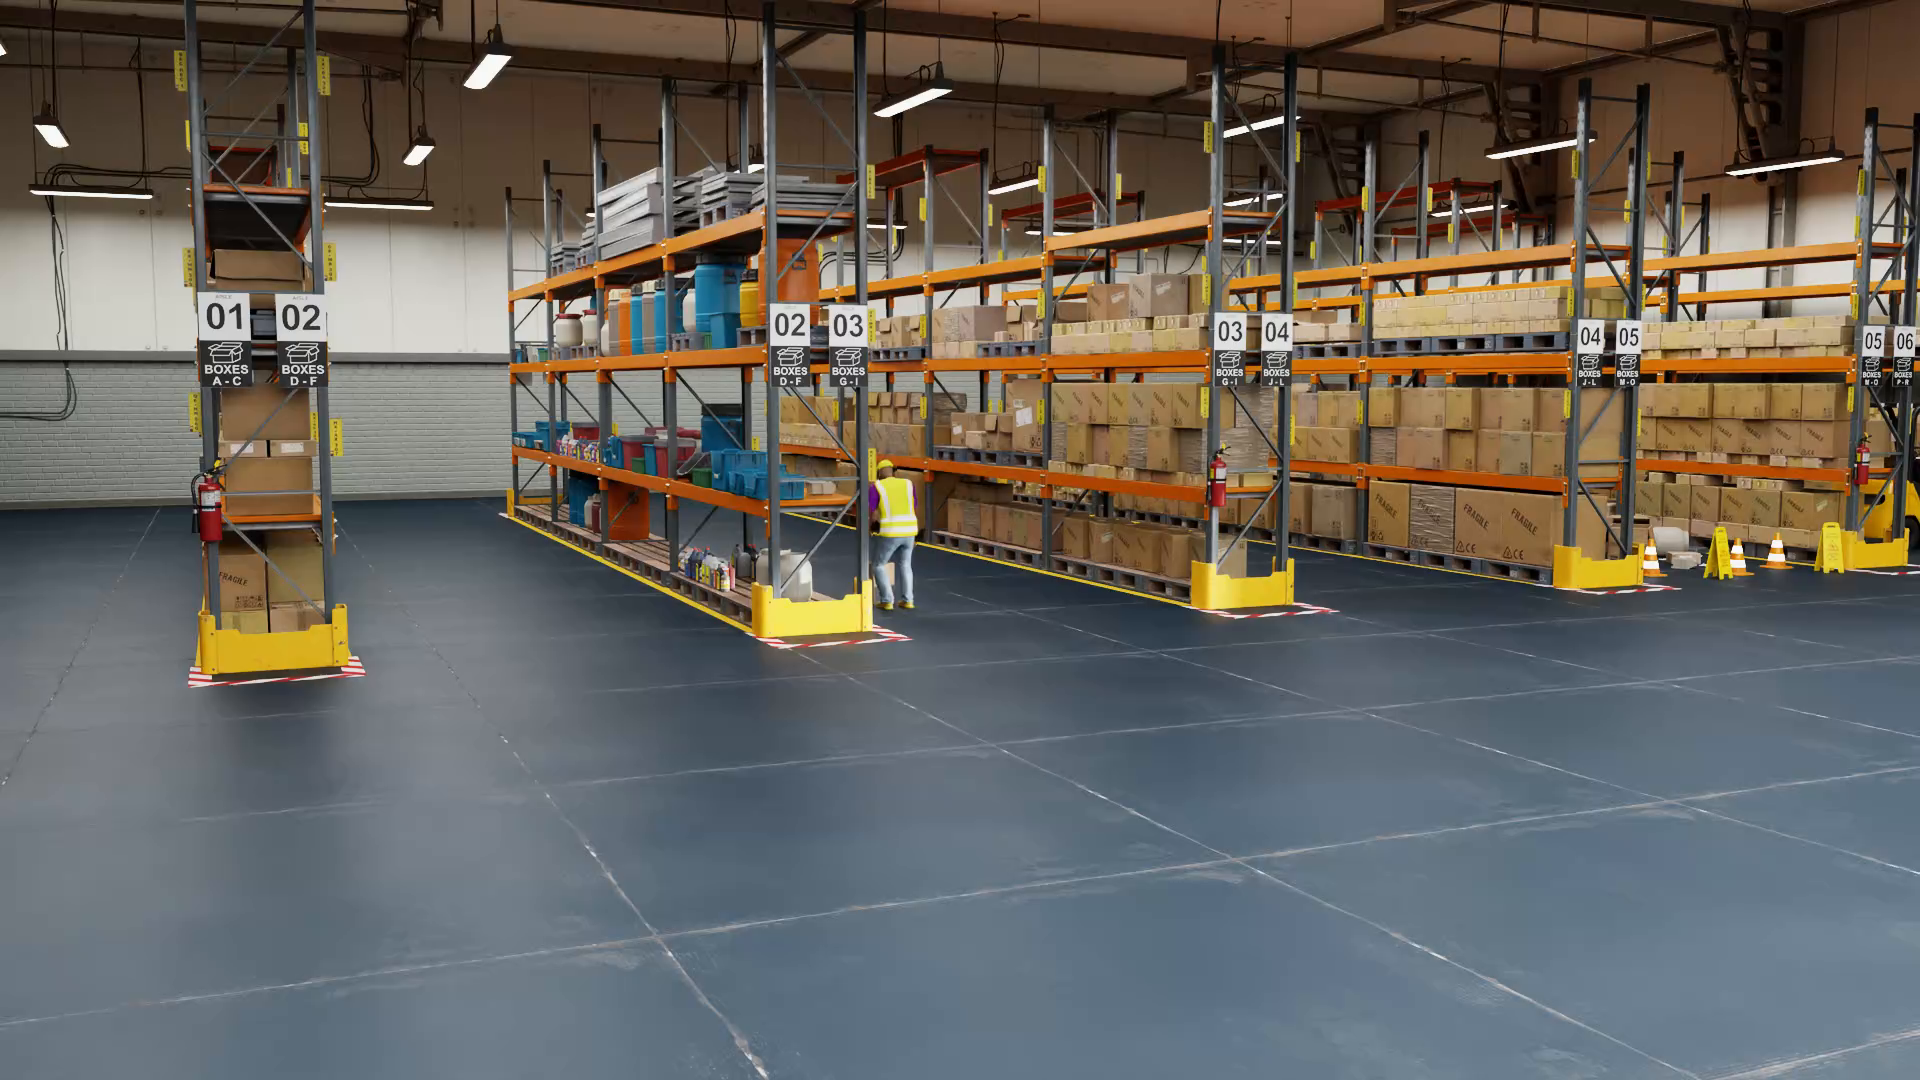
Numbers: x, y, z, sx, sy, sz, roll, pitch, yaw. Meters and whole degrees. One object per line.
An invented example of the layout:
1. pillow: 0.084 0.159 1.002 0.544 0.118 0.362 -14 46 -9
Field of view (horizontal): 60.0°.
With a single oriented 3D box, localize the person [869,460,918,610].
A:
1. person: -0.753 -0.062 18.134 0.616 1.614 0.599 -2 6 -23
